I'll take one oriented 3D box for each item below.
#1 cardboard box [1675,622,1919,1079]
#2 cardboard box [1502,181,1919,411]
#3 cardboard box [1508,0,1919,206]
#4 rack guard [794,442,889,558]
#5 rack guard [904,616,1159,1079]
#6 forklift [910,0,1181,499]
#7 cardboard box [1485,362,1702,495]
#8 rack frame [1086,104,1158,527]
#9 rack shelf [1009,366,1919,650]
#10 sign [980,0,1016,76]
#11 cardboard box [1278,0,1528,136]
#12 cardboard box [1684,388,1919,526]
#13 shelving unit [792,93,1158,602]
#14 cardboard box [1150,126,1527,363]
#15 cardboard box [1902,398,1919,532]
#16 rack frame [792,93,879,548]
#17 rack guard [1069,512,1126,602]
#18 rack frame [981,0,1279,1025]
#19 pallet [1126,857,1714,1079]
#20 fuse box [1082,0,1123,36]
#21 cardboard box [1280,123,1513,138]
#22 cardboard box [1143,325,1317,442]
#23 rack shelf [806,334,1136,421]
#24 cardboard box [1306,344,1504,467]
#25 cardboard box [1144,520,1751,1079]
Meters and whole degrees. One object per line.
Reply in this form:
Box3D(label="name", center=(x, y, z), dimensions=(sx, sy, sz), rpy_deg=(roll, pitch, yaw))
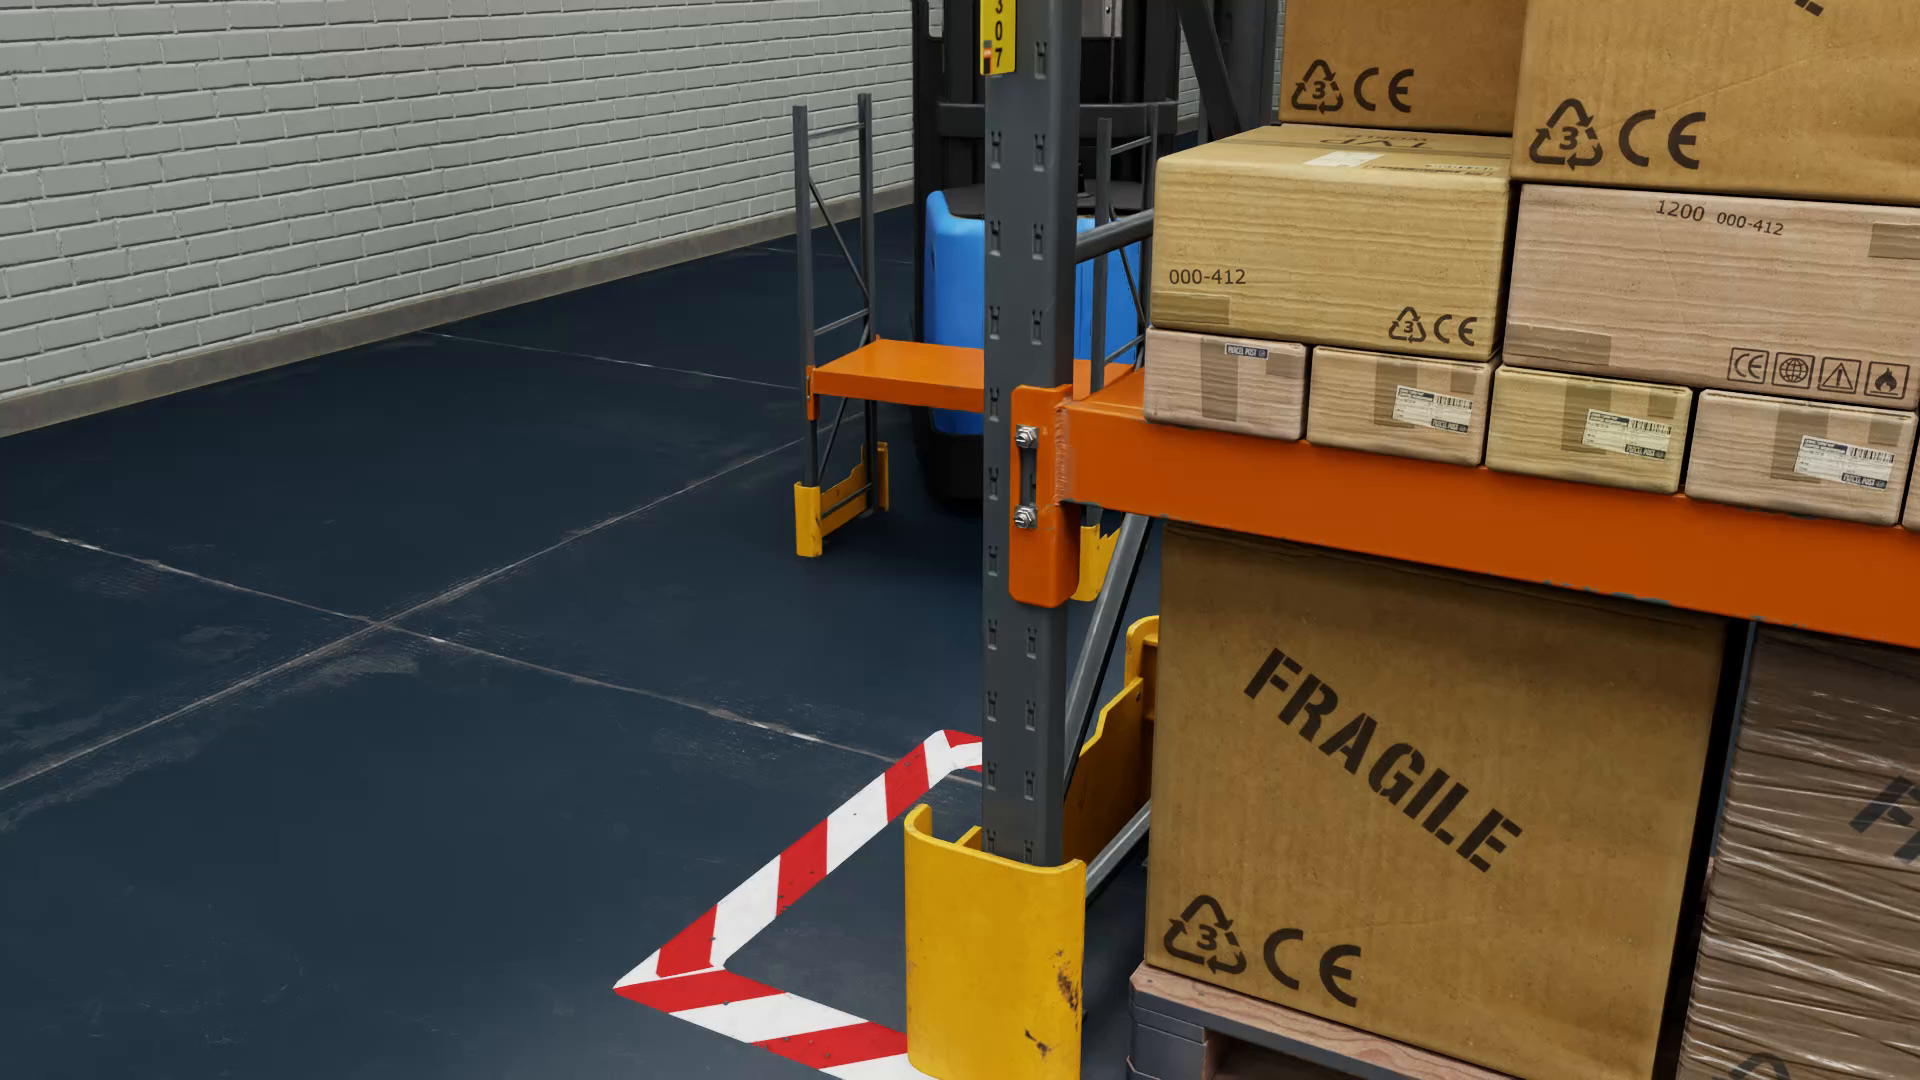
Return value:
Box3D(label="cardboard box", center=(1.724, 0.471, 2.667), dimensions=(0.875, 0.875, 0.875), rpy_deg=(11, 23, 27))
Box3D(label="cardboard box", center=(1.076, -0.389, 2.321), dimensions=(0.500, 0.250, 0.500), rpy_deg=(10, 22, 27))
Box3D(label="cardboard box", center=(1.056, -0.742, 2.197), dimensions=(0.500, 0.500, 0.500), rpy_deg=(10, 22, 26))
Box3D(label="rack guard", center=(-0.414, -0.152, 5.917), dimensions=(0.087, 0.250, 0.587), rpy_deg=(9, 22, 22))
Box3D(label="rack guard", center=(0.311, 0.607, 3.458), dimensions=(0.348, 0.500, 1.175), rpy_deg=(11, 23, 27))
Box3D(label="forklift", center=(0.335, -1.984, 7.037), dimensions=(1.130, 2.935, 3.031), rpy_deg=(-1, 20, -3))
Box3D(label="cardboard box", center=(0.929, -0.204, 2.397), dimensions=(0.250, 0.149, 0.380), rpy_deg=(10, 22, 26))
Box3D(label="rack frame", center=(0.515, -0.600, 5.320), dimensions=(0.032, 1.500, 0.500), rpy_deg=(9, 22, 22))
Box3D(label="rack shelf", center=(2.078, 0.107, 2.227), dimensions=(4.000, 0.370, 1.077), rpy_deg=(11, 23, 27))
Box3D(label="sign", center=(0.056, -0.844, 2.407), dimensions=(0.005, 0.325, 0.100), rpy_deg=(11, 23, 27))
Box3D(label="cardboard box", center=(0.885, -0.983, 2.860), dimensions=(0.500, 0.500, 0.500), rpy_deg=(11, 23, 28))
Box3D(label="cardboard box", center=(1.158, -0.161, 2.278), dimensions=(0.250, 0.149, 0.380), rpy_deg=(10, 22, 26))
Box3D(label="shelving unit", center=(0.042, -0.671, 5.515), dimensions=(1.083, 1.500, 0.587), rpy_deg=(9, 22, 22))
Box3D(label="cardboard box", center=(0.619, -0.473, 2.554), dimensions=(0.500, 0.250, 0.500), rpy_deg=(10, 22, 26))
Box3D(label="cardboard box", center=(1.379, -0.118, 2.161), dimensions=(0.250, 0.149, 0.380), rpy_deg=(10, 22, 26))
Box3D(label="rack frame", center=(-0.415, -0.740, 5.705), dimensions=(0.032, 1.500, 0.500), rpy_deg=(9, 22, 22))
Box3D(label="rack guard", center=(0.498, -0.015, 5.540), dimensions=(0.087, 0.250, 0.587), rpy_deg=(9, 22, 22))
Box3D(label="rack frame", center=(0.332, -0.564, 3.021), dimensions=(0.127, 3.000, 1.000), rpy_deg=(11, 23, 27))
Box3D(label="pallet", center=(1.068, 0.857, 3.194), dimensions=(1.213, 0.211, 1.003), rpy_deg=(11, 23, 27))
Box3D(label="fuse box", center=(1.383, -4.440, 15.597), dimensions=(0.414, 1.711, 0.539), rpy_deg=(11, 23, 27))
Box3D(label="cardboard box", center=(0.884, -0.632, 2.992), dimensions=(0.500, 0.250, 0.500), rpy_deg=(10, 22, 26))
Box3D(label="cardboard box", center=(0.481, -0.289, 2.630), dimensions=(0.250, 0.149, 0.380), rpy_deg=(11, 23, 28))
Box3D(label="rack shelf", center=(0.050, -0.501, 5.573), dimensions=(1.000, 0.185, 0.538), rpy_deg=(9, 22, 22))
Box3D(label="cardboard box", center=(0.706, -0.246, 2.514), dimensions=(0.250, 0.149, 0.380), rpy_deg=(10, 22, 27))
Box3D(label="cardboard box", center=(0.930, 0.320, 3.084), dimensions=(0.875, 0.875, 0.875), rpy_deg=(11, 23, 27))
